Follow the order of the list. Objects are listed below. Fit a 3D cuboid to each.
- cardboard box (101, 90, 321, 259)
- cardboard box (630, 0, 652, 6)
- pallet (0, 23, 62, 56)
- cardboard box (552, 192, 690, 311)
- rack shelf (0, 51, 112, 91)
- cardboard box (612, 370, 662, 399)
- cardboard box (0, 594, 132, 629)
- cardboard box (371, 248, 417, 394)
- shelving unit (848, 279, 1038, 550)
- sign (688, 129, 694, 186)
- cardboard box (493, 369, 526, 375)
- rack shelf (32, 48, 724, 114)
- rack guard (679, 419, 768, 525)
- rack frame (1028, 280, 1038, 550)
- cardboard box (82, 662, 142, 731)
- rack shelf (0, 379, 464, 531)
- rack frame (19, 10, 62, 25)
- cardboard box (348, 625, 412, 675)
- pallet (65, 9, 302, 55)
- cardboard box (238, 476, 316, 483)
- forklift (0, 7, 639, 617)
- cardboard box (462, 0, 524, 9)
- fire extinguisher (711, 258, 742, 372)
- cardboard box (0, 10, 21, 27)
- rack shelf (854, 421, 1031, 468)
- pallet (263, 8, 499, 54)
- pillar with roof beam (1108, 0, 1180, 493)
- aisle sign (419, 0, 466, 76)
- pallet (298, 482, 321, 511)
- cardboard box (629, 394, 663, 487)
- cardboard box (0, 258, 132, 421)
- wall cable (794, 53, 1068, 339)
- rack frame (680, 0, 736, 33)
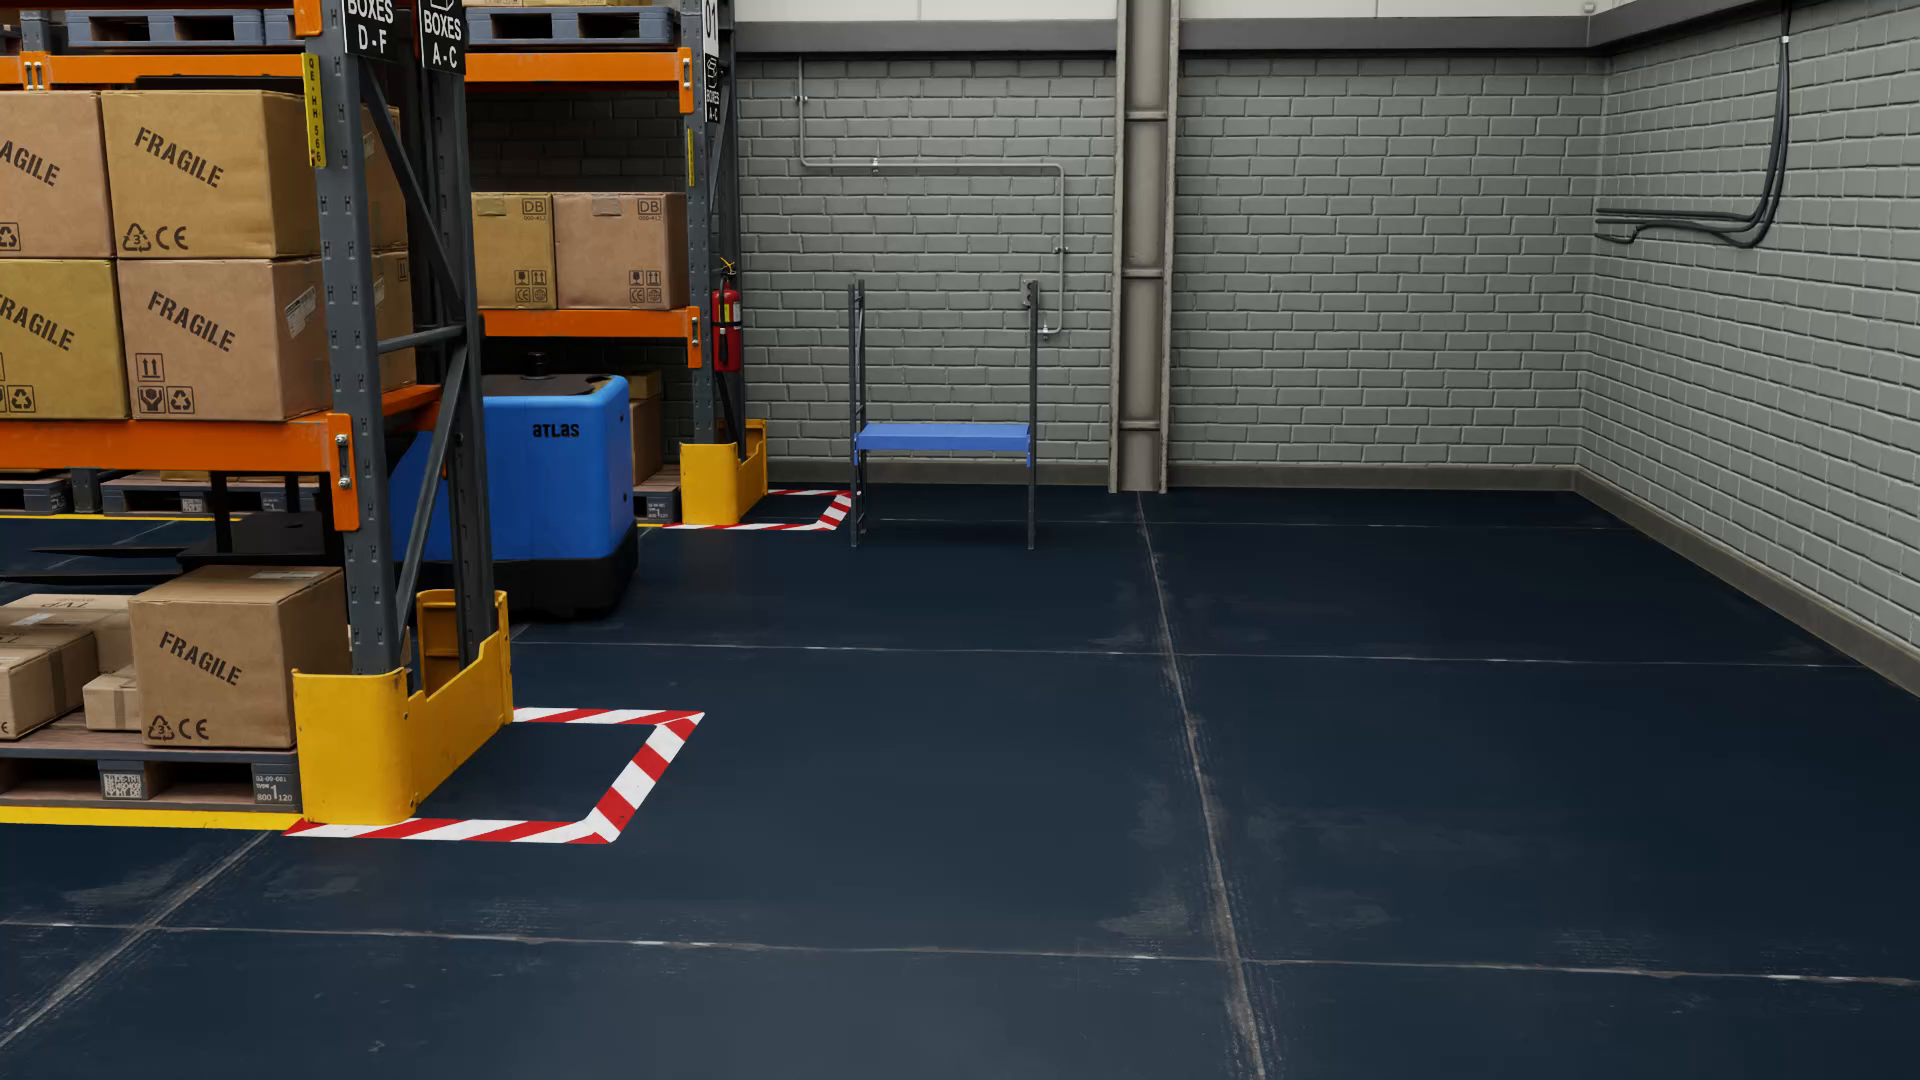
[{"bbox_3d":[-2.322,-1.155,5.276,0.500,0.500,0.500,1,12,3],"label":"cardboard box"},{"bbox_3d":[-2.245,-3.388,10.409,0.500,0.250,0.500,1,12,7],"label":"cardboard box"},{"bbox_3d":[-6.442,-3.110,10.452,1.217,0.209,0.805,0,12,1],"label":"pallet"},{"bbox_3d":[-2.042,-1.830,10.459,0.700,0.700,0.980,1,12,6],"label":"cardboard box"},{"bbox_3d":[-7.519,-2.877,10.625,4.000,0.370,1.077,1,12,4],"label":"rack shelf"},{"bbox_3d":[-2.100,-1.006,10.748,0.250,0.149,0.380,1,12,4],"label":"cardboard box"},{"bbox_3d":[-3.381,0.385,6.243,0.500,0.250,0.500,1,12,4],"label":"cardboard box"},{"bbox_3d":[-2.285,-0.775,5.905,0.500,0.500,0.500,1,12,5],"label":"cardboard box"},{"bbox_3d":[-0.085,-0.735,9.620,1.048,1.500,0.538,1,12,4],"label":"shelving unit"},{"bbox_3d":[-1.583,-2.251,9.795,0.005,0.325,0.100,1,12,4],"label":"sign"},{"bbox_3d":[-2.855,-1.017,10.797,0.250,0.149,0.380,1,12,4],"label":"cardboard box"},{"bbox_3d":[-3.528,-2.822,10.364,4.000,0.370,1.077,1,12,4],"label":"rack shelf"},{"bbox_3d":[-1.509,-0.455,10.721,0.348,0.500,1.175,1,12,4],"label":"rack guard"},{"bbox_3d":[0.422,-0.728,9.587,0.032,1.500,0.500,1,12,4],"label":"rack frame"},{"bbox_3d":[-2.817,0.524,5.783,0.250,0.166,0.380,1,12,4],"label":"cardboard box"},{"bbox_3d":[-3.855,-0.342,5.833,4.000,0.370,1.077,1,12,4],"label":"rack shelf"},{"bbox_3d":[-5.524,-4.670,10.114,0.127,3.000,1.000,1,12,4],"label":"rack frame"},{"bbox_3d":[-2.255,0.438,6.238,0.250,0.149,0.380,1,12,4],"label":"cardboard box"},{"bbox_3d":[-4.708,-3.145,10.366,1.213,0.211,1.003,1,12,4],"label":"pallet"},{"bbox_3d":[-4.283,-0.677,10.756,0.500,0.500,0.700,1,12,3],"label":"cardboard box"},{"bbox_3d":[-3.185,-1.129,8.005,3.031,2.935,1.130,-1,12,-4],"label":"forklift"},{"bbox_3d":[-2.800,-3.291,9.943,0.500,0.250,0.500,0,12,2],"label":"cardboard box"},{"bbox_3d":[-1.413,-1.362,10.052,0.183,0.674,0.296,1,12,4],"label":"fire extinguisher"},{"bbox_3d":[-6.394,-3.500,10.530,0.500,0.500,0.700,0,12,1],"label":"cardboard box"},{"bbox_3d":[-0.085,-0.559,9.657,1.000,0.185,0.538,1,12,4],"label":"rack shelf"},{"bbox_3d":[-3.494,-3.128,10.284,1.213,0.211,1.003,1,12,4],"label":"pallet"},{"bbox_3d":[0.932,-3.875,6.316,0.400,9.000,9.100,1,12,4],"label":"pillar with roof beam"},{"bbox_3d":[-1.772,-1.998,5.644,0.004,0.787,0.394,1,12,4],"label":"aisle sign"},{"bbox_3d":[-3.550,-0.326,10.810,1.213,0.211,1.003,1,12,4],"label":"pallet"},{"bbox_3d":[-2.238,-0.650,10.627,0.500,0.500,0.700,1,12,4],"label":"cardboard box"},{"bbox_3d":[-2.843,-0.672,5.412,0.500,0.500,0.500,1,12,4],"label":"cardboard box"},{"bbox_3d":[-0.192,-2.352,11.202,1.851,1.984,0.084,1,12,4],"label":"wall cable"},{"bbox_3d":[-1.533,-4.615,9.852,0.127,3.000,1.000,1,12,4],"label":"rack frame"}]
